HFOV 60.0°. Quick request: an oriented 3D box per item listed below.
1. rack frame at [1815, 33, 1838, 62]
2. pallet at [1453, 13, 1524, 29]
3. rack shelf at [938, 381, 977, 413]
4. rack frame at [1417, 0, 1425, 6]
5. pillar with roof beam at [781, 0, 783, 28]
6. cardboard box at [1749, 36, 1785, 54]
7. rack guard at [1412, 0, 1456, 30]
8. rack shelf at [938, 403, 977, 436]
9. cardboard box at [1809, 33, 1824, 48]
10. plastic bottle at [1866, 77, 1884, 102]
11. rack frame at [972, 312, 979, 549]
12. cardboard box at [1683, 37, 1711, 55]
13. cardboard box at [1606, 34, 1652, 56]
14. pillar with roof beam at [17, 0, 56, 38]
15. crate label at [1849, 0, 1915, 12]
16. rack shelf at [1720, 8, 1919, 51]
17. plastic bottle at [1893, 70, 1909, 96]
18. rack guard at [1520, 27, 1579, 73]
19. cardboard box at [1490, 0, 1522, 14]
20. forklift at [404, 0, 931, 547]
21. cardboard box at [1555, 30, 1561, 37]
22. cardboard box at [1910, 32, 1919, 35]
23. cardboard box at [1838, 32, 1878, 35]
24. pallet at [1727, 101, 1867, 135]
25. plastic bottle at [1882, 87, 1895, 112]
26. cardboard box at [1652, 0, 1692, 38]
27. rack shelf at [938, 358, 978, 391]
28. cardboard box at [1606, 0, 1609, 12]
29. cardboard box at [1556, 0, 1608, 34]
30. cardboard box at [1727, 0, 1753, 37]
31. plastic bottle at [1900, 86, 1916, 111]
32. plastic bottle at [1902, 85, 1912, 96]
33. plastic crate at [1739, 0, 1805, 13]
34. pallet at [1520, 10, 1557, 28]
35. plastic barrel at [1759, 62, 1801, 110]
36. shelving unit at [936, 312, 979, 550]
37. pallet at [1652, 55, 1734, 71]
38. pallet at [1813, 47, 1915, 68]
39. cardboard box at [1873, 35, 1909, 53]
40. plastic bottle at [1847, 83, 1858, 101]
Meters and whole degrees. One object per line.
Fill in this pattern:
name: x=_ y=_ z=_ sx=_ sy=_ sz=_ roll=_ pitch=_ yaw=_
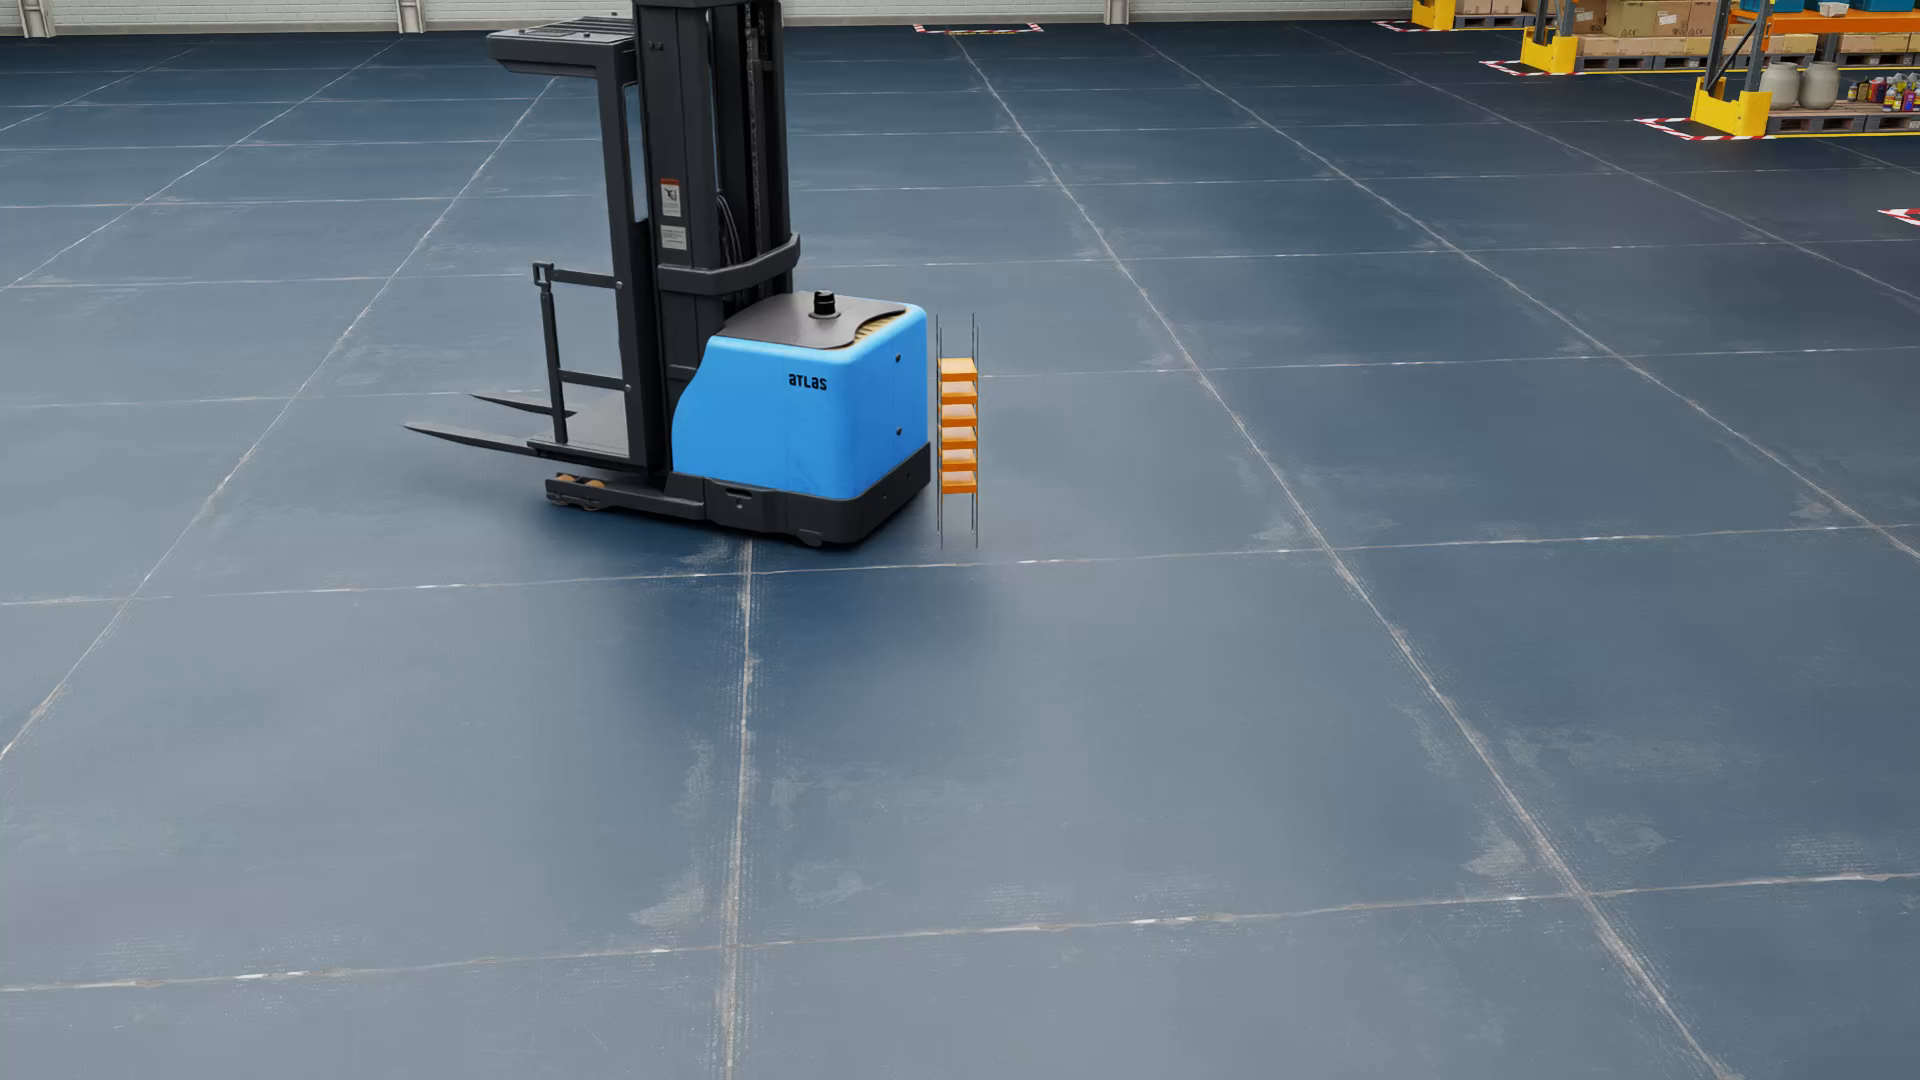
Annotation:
rack frame: x=12.561 y=-8.430 z=24.023 sx=0.127 sy=3.000 sz=1.000 roll=-2 pitch=24 yaw=-5
pallet: x=8.977 y=-9.019 z=28.782 sx=1.213 sy=0.211 sz=1.003 roll=-2 pitch=24 yaw=-5
rack shelf: x=-0.014 y=-0.726 z=8.426 sx=0.180 sy=0.103 sz=0.258 roll=-2 pitch=24 yaw=-5
rack frame: x=8.090 y=-10.273 z=28.168 sx=0.127 sy=3.000 sz=1.000 roll=-2 pitch=24 yaw=-5
pillar with roof beam: x=-2.817 y=-11.172 z=22.807 sx=0.400 sy=9.000 sz=9.100 roll=-2 pitch=24 yaw=-5
cardboard box: x=11.623 y=-7.243 z=24.220 sx=0.500 sy=0.250 sz=0.500 roll=-2 pitch=24 yaw=-5
rack guard: x=8.165 y=-9.133 z=28.683 sx=0.348 sy=0.500 sz=1.175 roll=-2 pitch=24 yaw=-5
rack shelf: x=-0.014 y=-0.617 z=8.474 sx=0.180 sy=0.103 sz=0.258 roll=-2 pitch=24 yaw=-5
cardboard box: x=12.945 y=-7.499 z=24.797 sx=0.500 sy=0.250 sz=0.500 roll=-3 pitch=24 yaw=-6
plastic bottle: x=11.102 y=-5.474 z=20.184 sx=0.135 sy=0.276 sz=0.152 roll=-2 pitch=24 yaw=-5
rack frame: x=0.077 y=-0.551 z=8.513 sx=0.006 sy=1.200 sz=0.240 roll=-2 pitch=24 yaw=-5
cardboard box: x=10.629 y=-7.197 z=24.116 sx=0.500 sy=0.250 sz=0.500 roll=-2 pitch=24 yaw=-5
cardboard box: x=9.633 y=-7.159 z=24.031 sx=0.500 sy=0.250 sz=0.500 roll=-2 pitch=24 yaw=-5
pillar with roof beam: x=-14.759 y=-10.693 z=21.729 sx=0.400 sy=9.000 sz=9.100 roll=-2 pitch=24 yaw=-5
crate label: x=10.869 y=-6.467 z=19.563 sx=0.616 sy=0.435 sz=0.502 roll=-2 pitch=24 yaw=-5
rack shelf: x=11.054 y=-6.019 z=19.485 sx=4.000 sy=0.370 sz=1.077 roll=-2 pitch=24 yaw=-5
plastic bottle: x=11.404 y=-5.522 z=20.200 sx=0.185 sy=0.351 sz=0.144 roll=-1 pitch=24 yaw=-3
rack guard: x=8.557 y=-7.127 z=24.170 sx=0.348 sy=0.500 sz=1.175 roll=-2 pitch=24 yaw=-5
cardboard box: x=9.355 y=-9.259 z=28.657 sx=0.500 sy=0.311 sz=0.500 roll=0 pitch=24 yaw=-1
forklift: x=-1.728 y=-1.682 z=8.925 sx=3.031 sy=2.935 sz=1.130 roll=10 pitch=26 yaw=21
cardboard box: x=9.085 y=-7.347 z=24.454 sx=0.500 sy=0.250 sz=0.500 roll=-2 pitch=24 yaw=-5
cardboard box: x=14.010 y=-7.577 z=24.281 sx=0.500 sy=0.311 sz=0.500 roll=-3 pitch=24 yaw=-7
cardboard box: x=12.997 y=-7.538 z=24.193 sx=0.500 sy=0.311 sz=0.500 roll=-2 pitch=24 yaw=-5
pallet: x=9.944 y=-5.046 z=19.843 sx=1.213 sy=0.211 sz=1.003 roll=-2 pitch=24 yaw=-5
plastic bottle: x=10.898 y=-5.169 z=19.503 sx=0.097 sy=0.271 sz=0.097 roll=0 pitch=24 yaw=0
cardboard box: x=10.130 y=-7.526 z=23.934 sx=0.500 sy=0.500 sz=0.500 roll=-2 pitch=24 yaw=-5
rack shelf: x=-0.014 y=-0.836 z=8.377 sx=0.180 sy=0.103 sz=0.258 roll=-2 pitch=24 yaw=-5
cardboard box: x=11.042 y=-9.433 z=28.816 sx=0.500 sy=0.500 sz=0.500 roll=-4 pitch=24 yaw=-9
cardboard box: x=9.085 y=-7.690 z=24.304 sx=0.500 sy=0.500 sz=0.500 roll=-2 pitch=24 yaw=-5
cardboard box: x=11.125 y=-7.565 z=24.021 sx=0.500 sy=0.500 sz=0.500 roll=-2 pitch=24 yaw=-5
plastic bottle: x=11.126 y=-5.176 z=19.505 sx=0.133 sy=0.283 sz=0.061 roll=-2 pitch=24 yaw=-4
plastic bottle: x=11.460 y=-5.407 z=20.125 sx=0.097 sy=0.201 sz=0.097 roll=0 pitch=24 yaw=0
plastic crate: x=9.532 y=-6.341 z=19.506 sx=0.616 sy=0.251 sz=0.499 roll=-2 pitch=24 yaw=-5
pallet: x=10.189 y=-9.067 z=28.889 sx=1.213 sy=0.211 sz=1.003 roll=-2 pitch=24 yaw=-5
plastic barrel: x=9.711 y=-5.380 z=19.708 sx=0.421 sy=0.512 sz=0.421 roll=0 pitch=24 yaw=0
shelving unit: x=-0.014 y=-0.548 z=8.505 sx=0.189 sy=1.200 sz=0.258 roll=-2 pitch=24 yaw=-5
pallet: x=10.549 y=-7.091 z=24.444 sx=1.213 sy=0.211 sz=1.003 roll=-2 pitch=24 yaw=-5
pallet: x=13.290 y=-7.201 z=24.691 sx=1.213 sy=0.211 sz=1.003 roll=-2 pitch=24 yaw=-5
cardboard box: x=13.496 y=-7.301 z=24.352 sx=0.500 sy=0.250 sz=0.500 roll=-2 pitch=24 yaw=-4
plastic bottle: x=10.848 y=-5.441 z=20.202 sx=0.097 sy=0.201 sz=0.097 roll=0 pitch=24 yaw=0
